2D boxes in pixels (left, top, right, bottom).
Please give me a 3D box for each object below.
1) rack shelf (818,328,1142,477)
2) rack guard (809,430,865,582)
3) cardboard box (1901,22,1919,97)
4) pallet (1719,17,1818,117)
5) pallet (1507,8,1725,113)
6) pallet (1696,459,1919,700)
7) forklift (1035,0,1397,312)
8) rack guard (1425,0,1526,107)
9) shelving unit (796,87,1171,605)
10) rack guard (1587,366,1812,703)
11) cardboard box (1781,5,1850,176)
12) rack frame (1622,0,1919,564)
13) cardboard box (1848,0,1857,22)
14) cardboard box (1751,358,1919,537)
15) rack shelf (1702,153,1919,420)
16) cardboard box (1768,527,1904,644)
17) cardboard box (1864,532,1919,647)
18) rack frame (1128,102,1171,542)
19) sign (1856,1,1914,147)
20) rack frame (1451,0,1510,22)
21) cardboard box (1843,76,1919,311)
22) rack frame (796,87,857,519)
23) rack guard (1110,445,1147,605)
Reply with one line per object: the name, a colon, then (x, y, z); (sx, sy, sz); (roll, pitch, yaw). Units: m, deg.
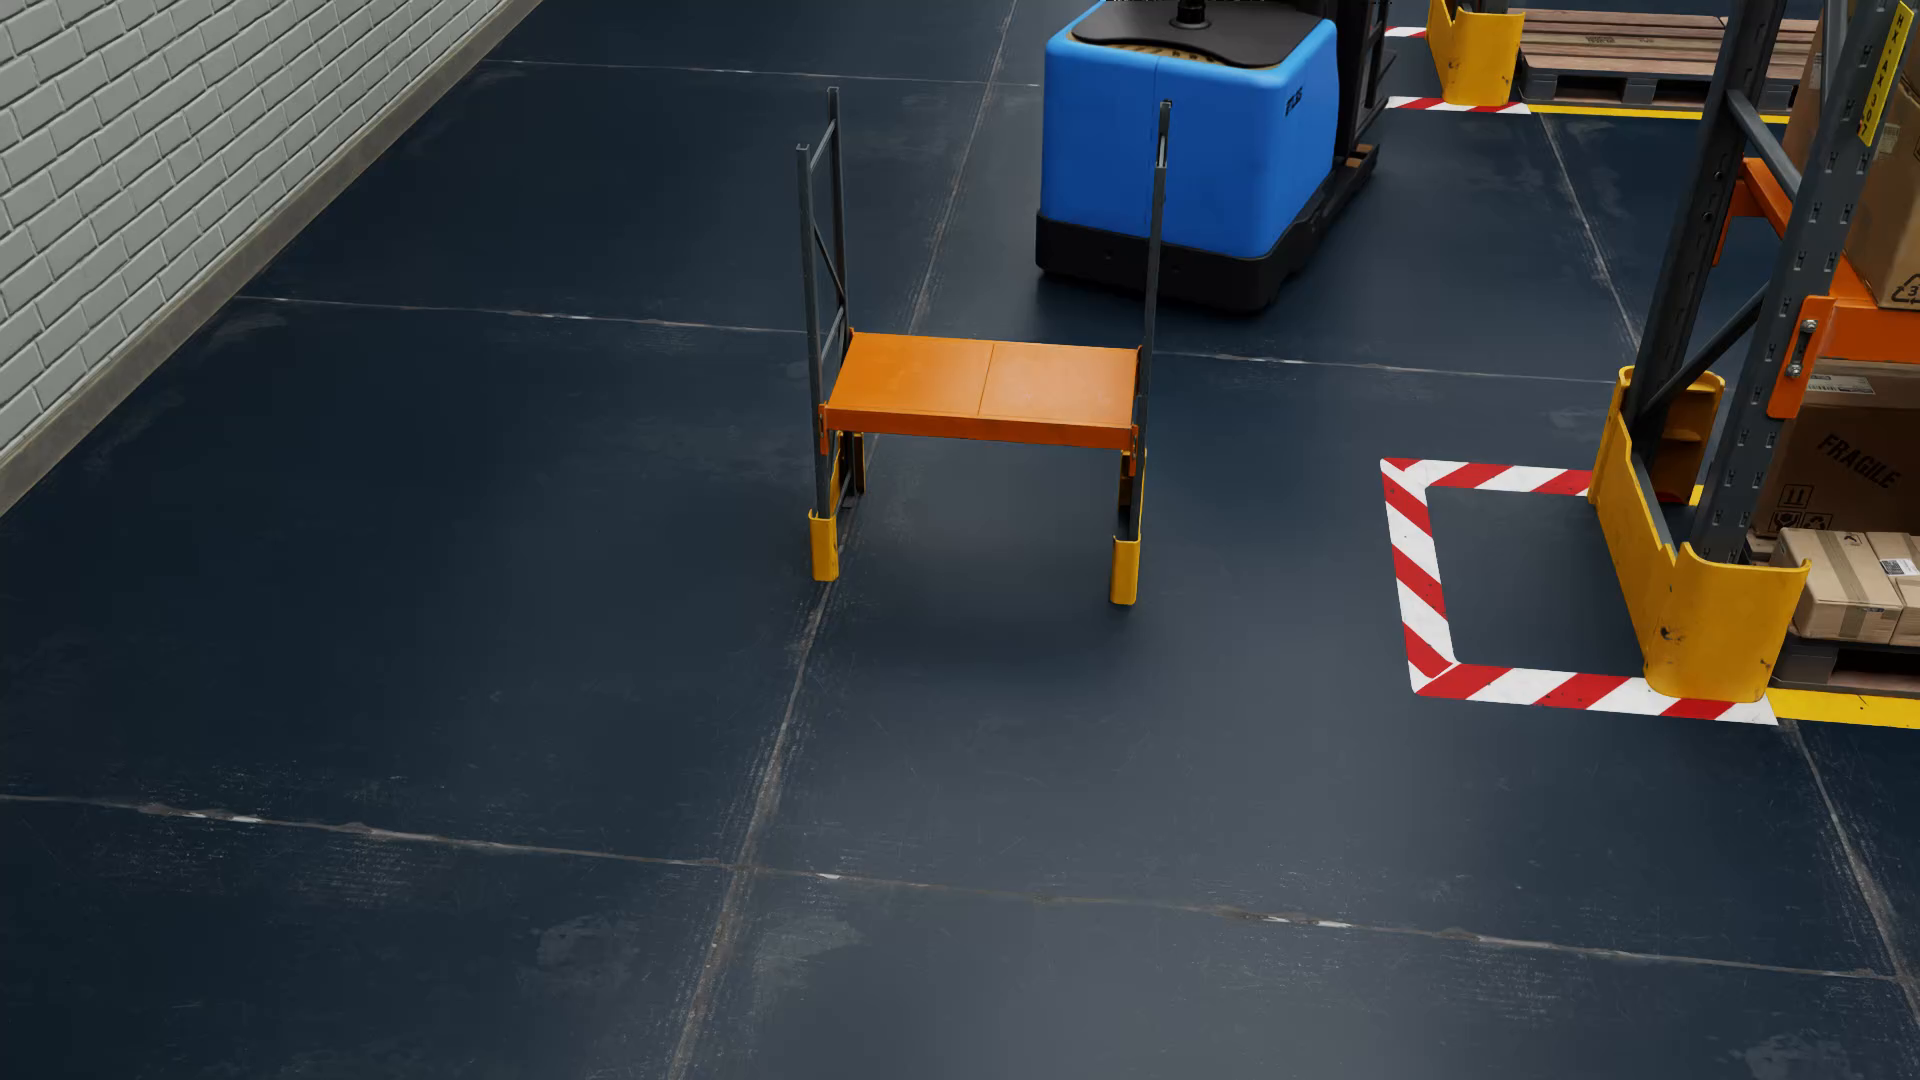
rack shelf: (0.085, -0.458, 5.410); (1.000, 0.185, 0.538); (4, 36, 6)
rack guard: (-0.418, -0.133, 5.721); (0.087, 0.250, 0.587); (4, 36, 6)
cardboard box: (2.690, -1.338, 4.096); (0.500, 0.500, 0.500); (5, 36, 7)
pallet: (4.937, -2.619, 9.238); (1.213, 0.211, 1.003); (4, 36, 6)
pallet: (3.731, -2.711, 9.366); (1.213, 0.211, 1.003); (4, 36, 6)
pallet: (3.149, 0.124, 5.395); (1.213, 0.211, 1.003); (4, 36, 6)
forklift: (1.430, -2.994, 7.421); (1.130, 2.935, 3.031); (16, 38, 21)
rack guard: (2.892, -2.906, 9.391); (0.348, 0.500, 1.175); (4, 36, 6)
shelving unit: (0.076, -0.605, 5.306); (1.083, 1.500, 0.587); (4, 36, 6)
rack guard: (2.358, -0.052, 5.393); (0.348, 0.500, 1.175); (4, 36, 6)
cardboard box: (2.762, -1.240, 4.819); (0.500, 0.500, 0.500); (5, 36, 7)
rack frame: (2.283, -1.075, 4.674); (0.127, 3.000, 1.000); (4, 36, 6)
cardboard box: (2.759, -1.648, 4.531); (0.500, 0.500, 0.500); (4, 36, 6)
cardboard box: (2.854, -0.338, 5.415); (0.500, 0.500, 0.500); (4, 36, 6)
rack shelf: (4.267, -0.634, 4.676); (4.000, 0.370, 1.077); (4, 36, 6)
cardboard box: (2.655, 0.135, 5.054); (0.250, 0.149, 0.380); (4, 36, 6)
cardboard box: (2.903, 0.147, 5.023); (0.250, 0.166, 0.380); (4, 36, 6)
rack frame: (0.589, -0.567, 5.253); (0.032, 1.500, 0.500); (4, 36, 6)
sign: (2.214, -1.115, 3.985); (0.005, 0.325, 0.100); (4, 36, 6)
rack frame: (2.918, -3.929, 8.673); (0.127, 3.000, 1.000); (4, 36, 6)
cardboard box: (2.690, -0.931, 4.386); (0.500, 0.500, 0.500); (5, 36, 7)
rack frame: (-0.420, -0.642, 5.358); (0.032, 1.500, 0.500); (4, 36, 6)
rack guard: (0.570, -0.059, 5.618); (0.087, 0.250, 0.587); (4, 36, 6)
